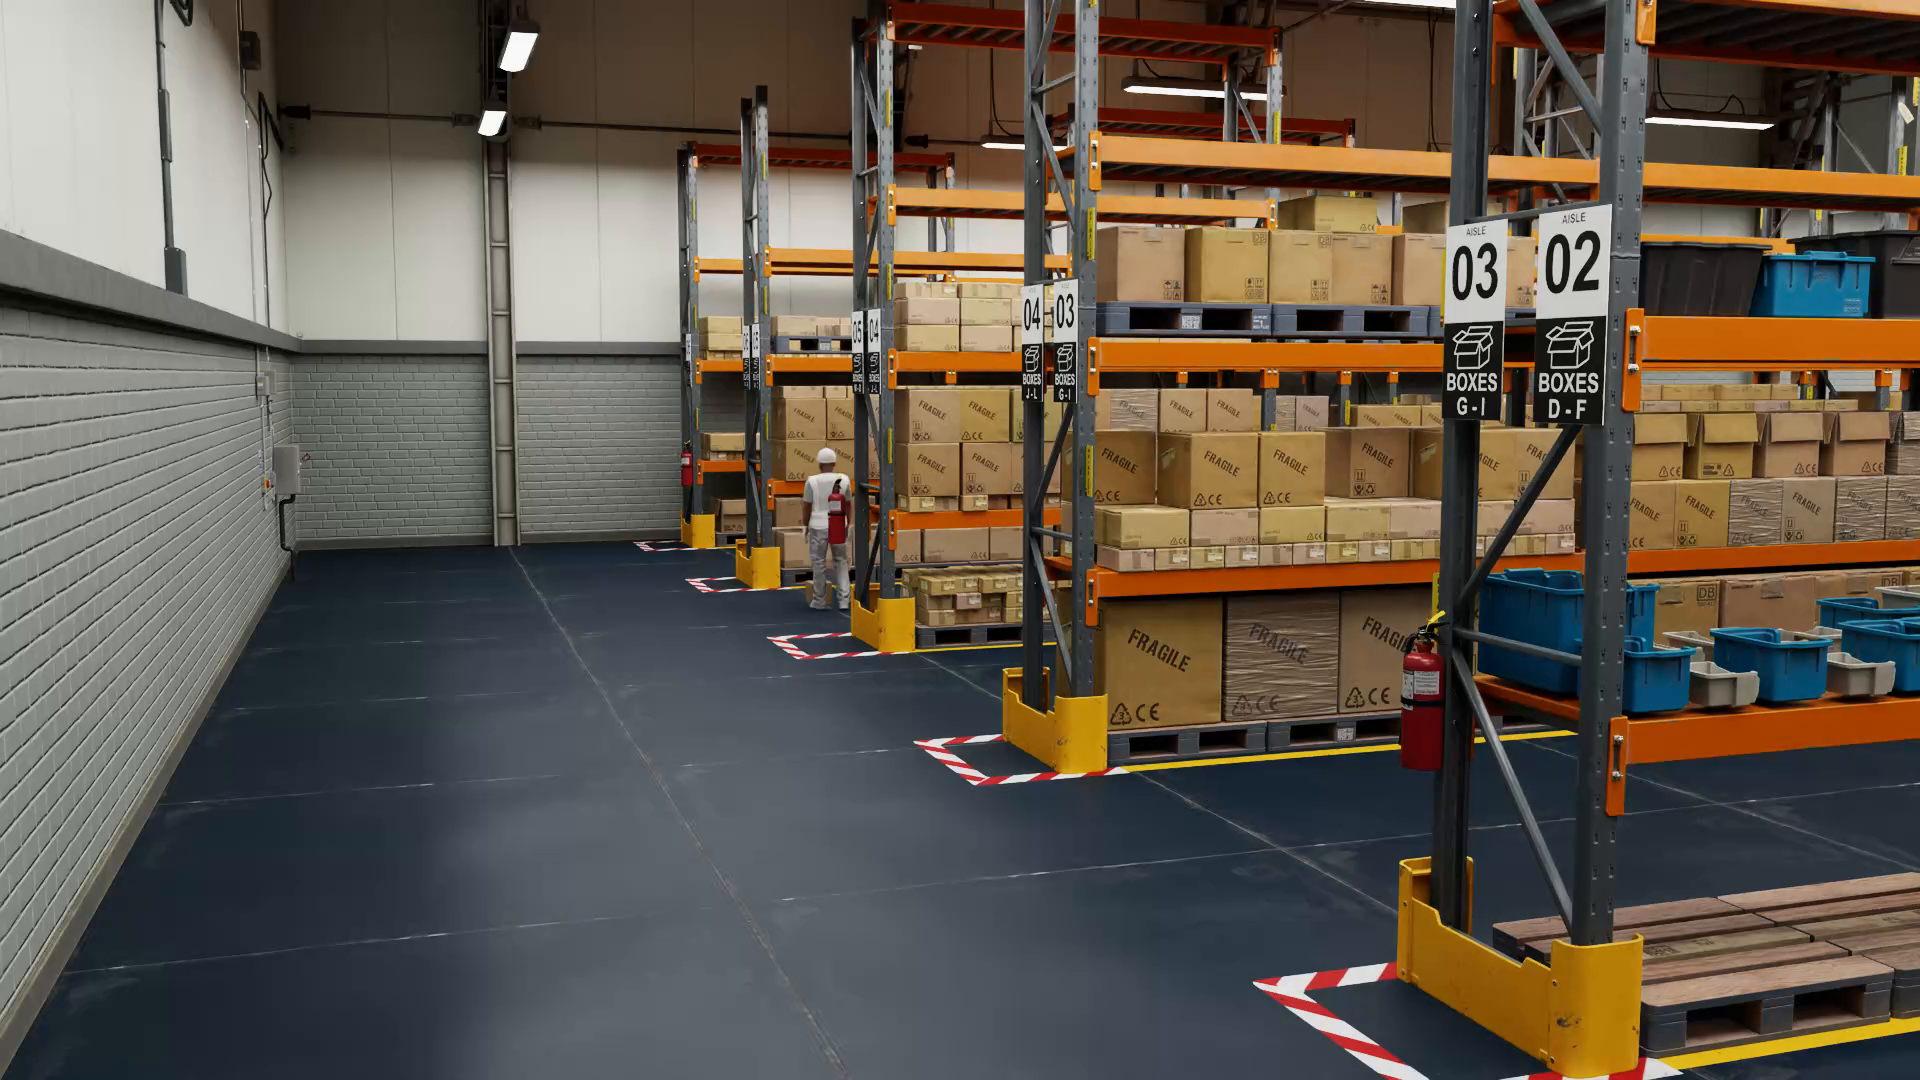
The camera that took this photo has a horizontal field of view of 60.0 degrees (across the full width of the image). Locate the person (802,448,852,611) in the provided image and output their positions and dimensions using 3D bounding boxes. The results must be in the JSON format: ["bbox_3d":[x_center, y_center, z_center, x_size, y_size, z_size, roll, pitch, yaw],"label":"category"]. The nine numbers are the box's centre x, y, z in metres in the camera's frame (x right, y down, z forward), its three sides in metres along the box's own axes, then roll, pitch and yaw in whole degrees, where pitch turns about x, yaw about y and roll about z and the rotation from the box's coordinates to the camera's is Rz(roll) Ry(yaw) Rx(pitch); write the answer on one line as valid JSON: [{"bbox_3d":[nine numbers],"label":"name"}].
[{"bbox_3d":[-1.475,-0.103,18.372,0.550,1.822,0.373,-2,6,-17],"label":"person"}]
